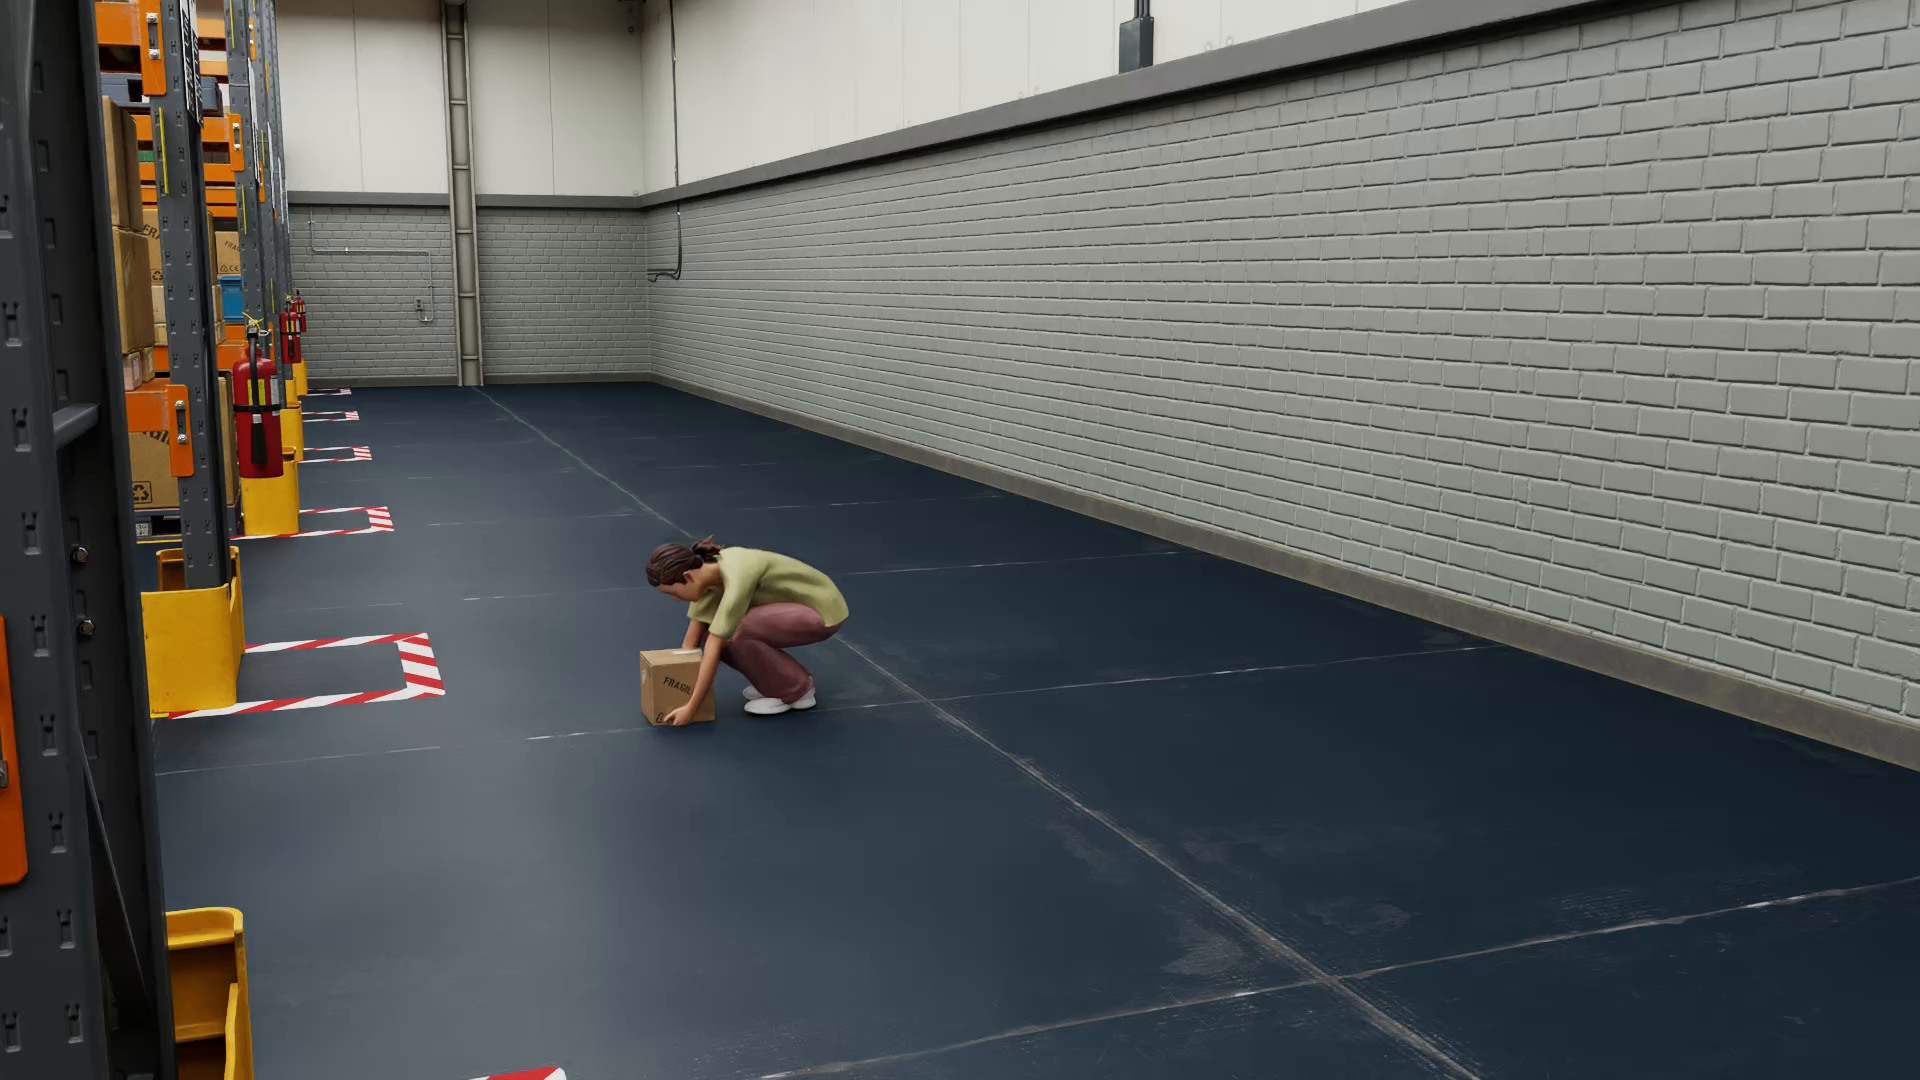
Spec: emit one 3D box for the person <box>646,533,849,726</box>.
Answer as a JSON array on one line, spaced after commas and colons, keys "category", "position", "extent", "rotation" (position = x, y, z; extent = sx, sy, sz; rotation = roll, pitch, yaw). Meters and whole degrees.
[{"category": "person", "position": [-0.865, 0.361, 6.786], "extent": [0.831, 0.806, 0.472], "rotation": [-4, 10, -21]}]
